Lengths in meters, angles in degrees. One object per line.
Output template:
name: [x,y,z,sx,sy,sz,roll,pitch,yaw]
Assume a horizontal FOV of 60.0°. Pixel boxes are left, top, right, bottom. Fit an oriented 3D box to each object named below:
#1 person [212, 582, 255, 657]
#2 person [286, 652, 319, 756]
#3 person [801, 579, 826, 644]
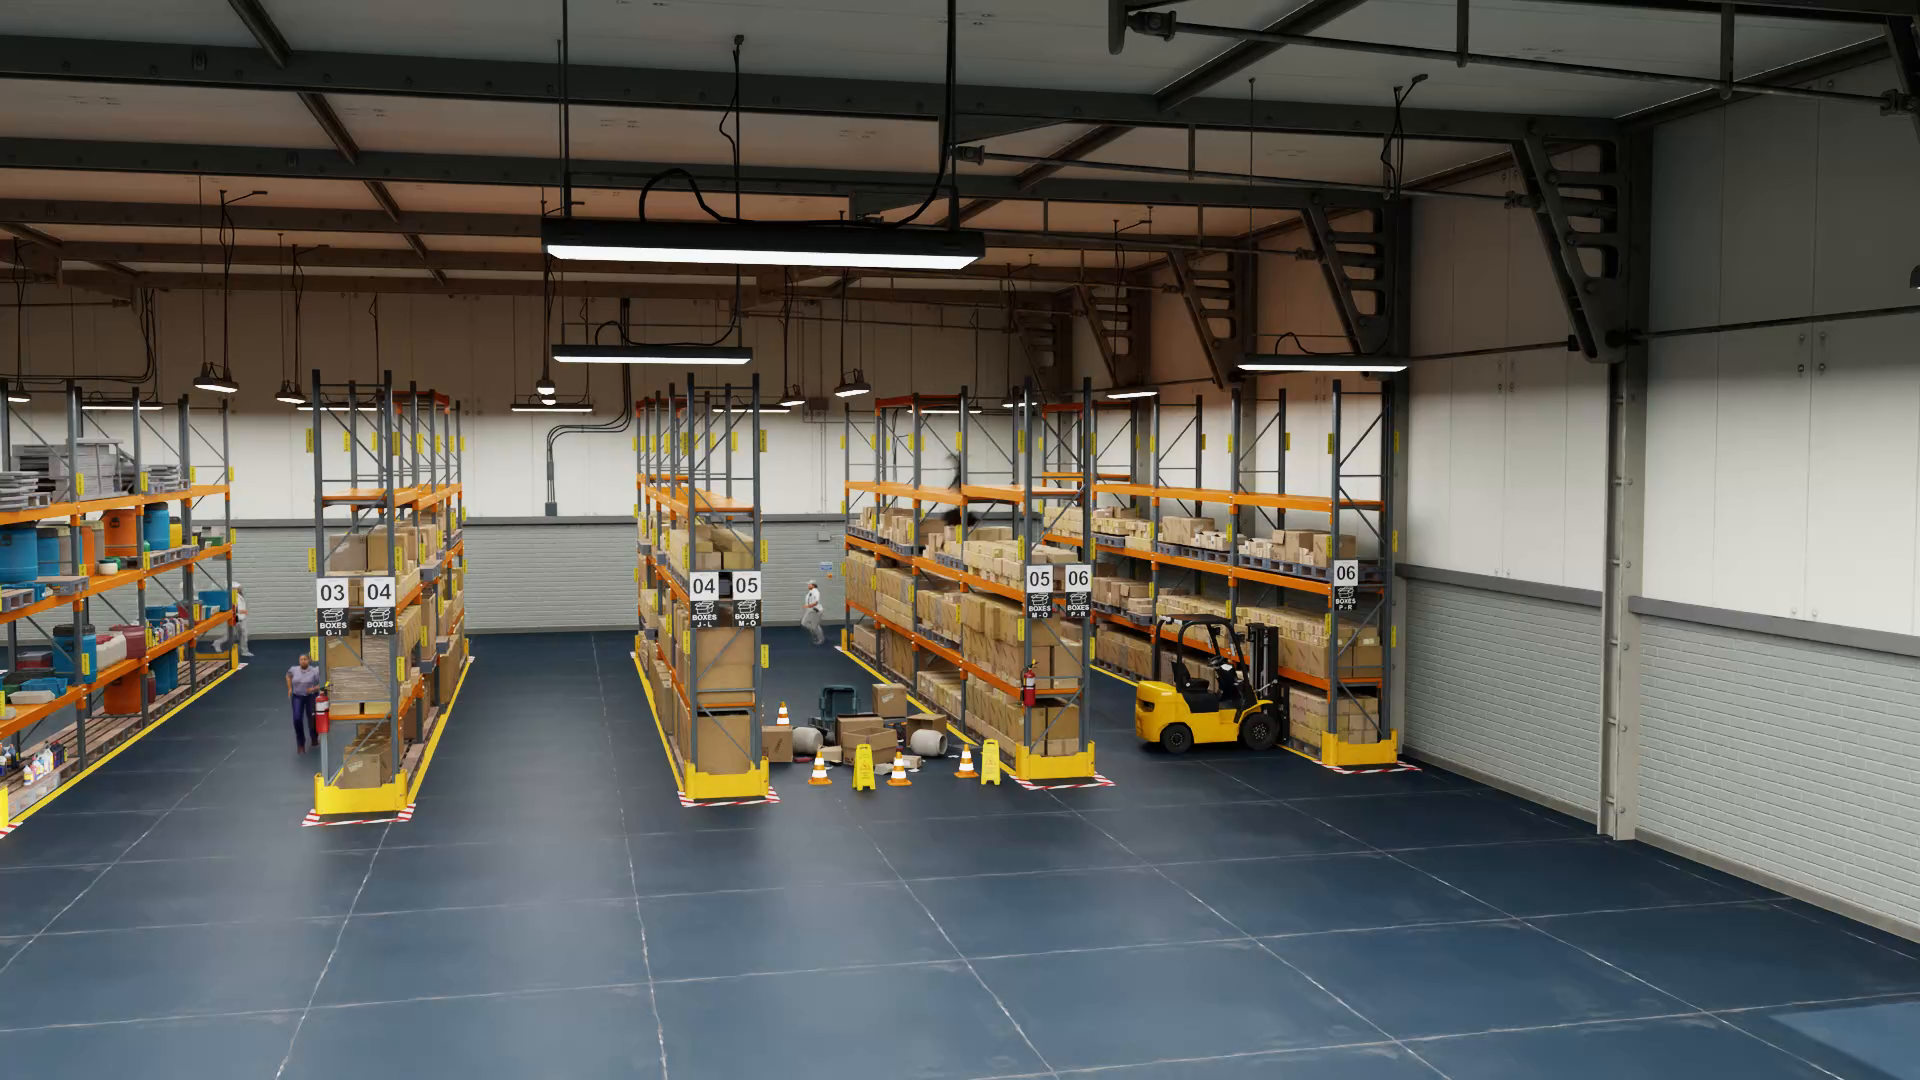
person: [-17.081,1.871,39.132,0.912,1.778,0.670,0,3,-1]
person: [-10.649,2.638,27.089,0.619,1.670,0.829,-1,3,-14]
person: [-3.682,1.790,41.501,0.661,1.619,0.586,-2,4,-26]
